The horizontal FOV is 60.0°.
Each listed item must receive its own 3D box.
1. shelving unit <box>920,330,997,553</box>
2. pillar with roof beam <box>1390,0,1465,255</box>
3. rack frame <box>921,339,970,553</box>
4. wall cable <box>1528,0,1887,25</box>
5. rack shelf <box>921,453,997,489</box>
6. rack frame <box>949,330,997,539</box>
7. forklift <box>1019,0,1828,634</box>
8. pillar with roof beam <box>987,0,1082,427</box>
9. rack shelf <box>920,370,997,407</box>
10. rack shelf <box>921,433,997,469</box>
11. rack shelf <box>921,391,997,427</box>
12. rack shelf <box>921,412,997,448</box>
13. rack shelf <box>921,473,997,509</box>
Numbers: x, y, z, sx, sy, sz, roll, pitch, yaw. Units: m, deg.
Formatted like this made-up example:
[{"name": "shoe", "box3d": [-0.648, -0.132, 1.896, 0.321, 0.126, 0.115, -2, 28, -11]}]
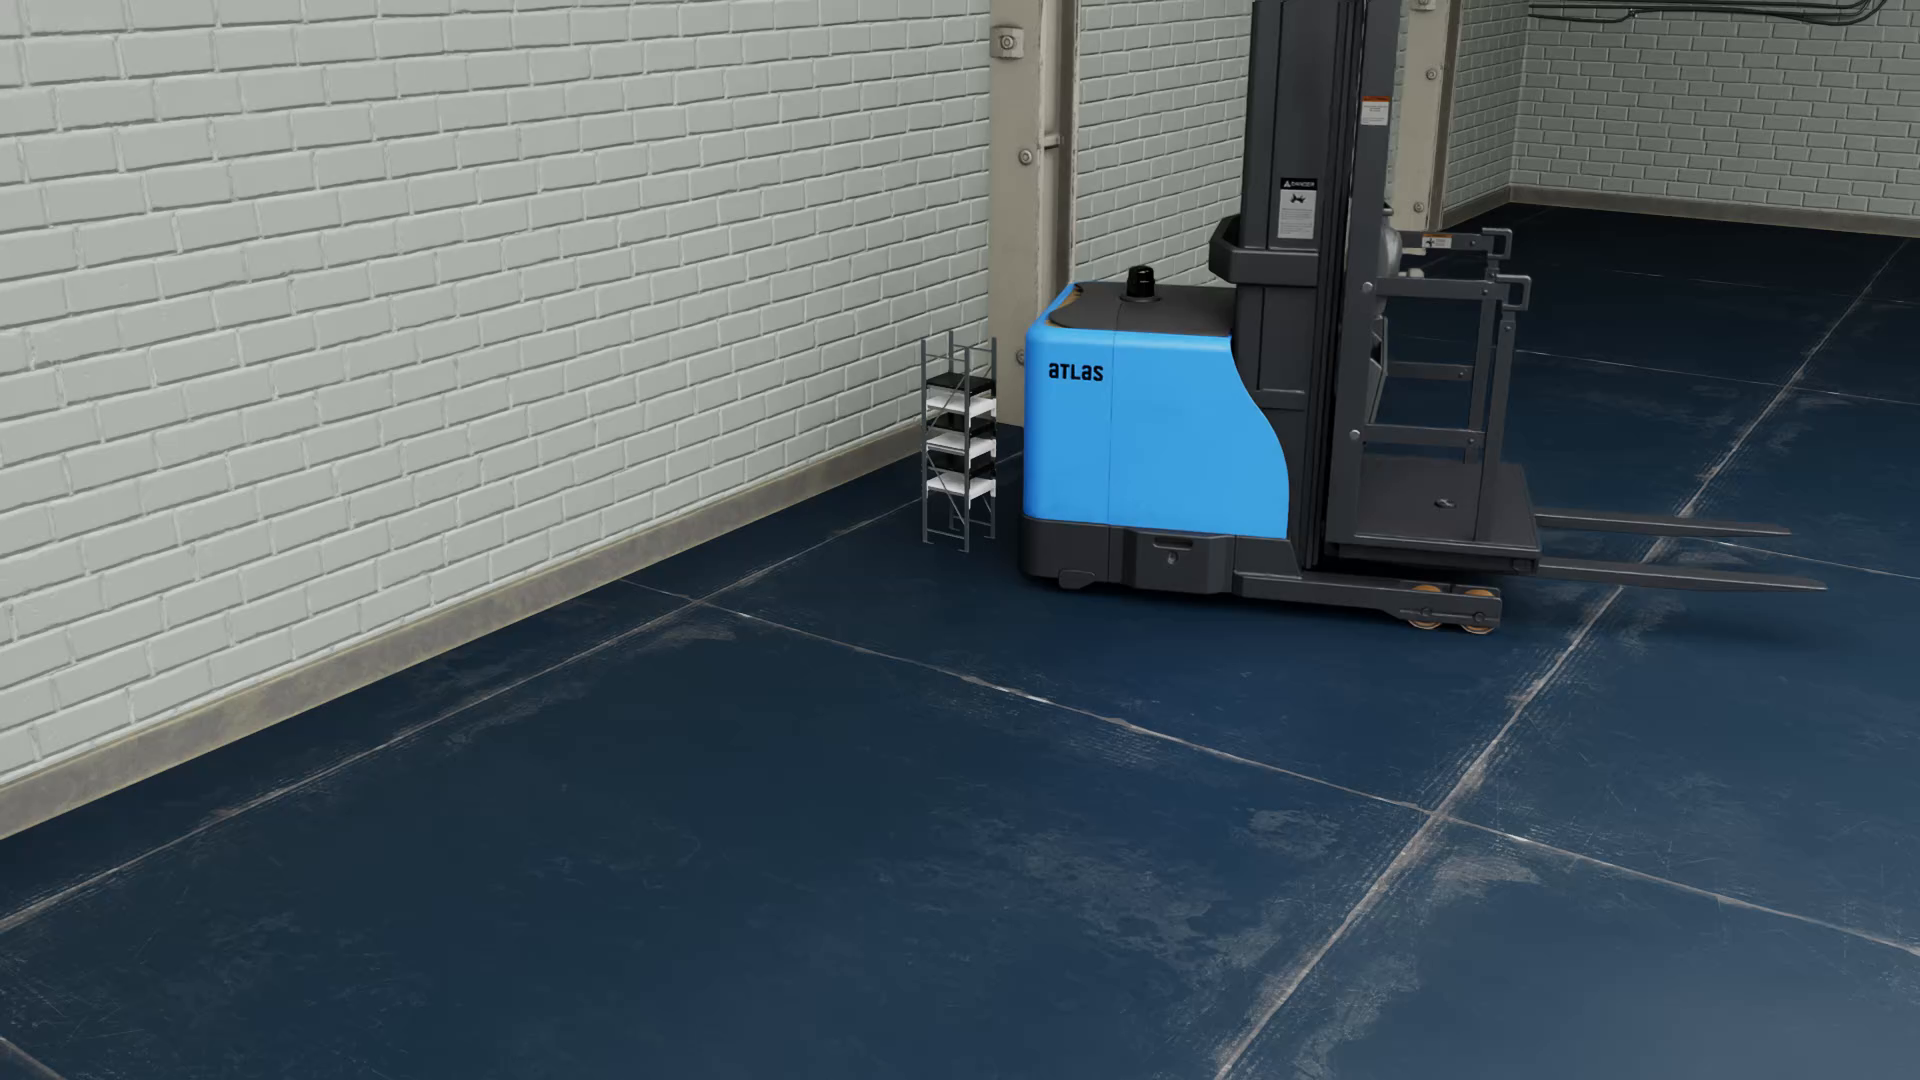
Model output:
[{"name": "shelving unit", "box3d": [-0.005, -0.420, 7.103, 0.258, 0.900, 0.210, 13, 24, 32]}, {"name": "pillar with roof beam", "box3d": [7.314, -5.781, 9.923, 9.100, 9.000, 0.400, 13, 24, 32]}, {"name": "rack frame", "box3d": [-0.062, -0.391, 7.024, 0.240, 0.900, 0.006, 13, 24, 32]}, {"name": "wall cable", "box3d": [6.503, -5.752, 14.319, 3.097, 2.526, 0.112, 13, 24, 32]}, {"name": "rack shelf", "box3d": [-0.005, -0.304, 7.145, 0.258, 0.077, 0.200, 13, 24, 32]}, {"name": "rack frame", "box3d": [0.053, -0.449, 7.181, 0.240, 0.900, 0.006, 13, 24, 32]}, {"name": "forklift", "box3d": [1.812, -1.222, 6.343, 3.031, 2.935, 1.130, 5, 21, 13]}, {"name": "pillar with roof beam", "box3d": [3.941, -4.060, 5.269, 9.100, 9.000, 0.400, 13, 24, 32]}, {"name": "rack shelf", "box3d": [-0.005, -0.642, 7.020, 0.258, 0.077, 0.200, 13, 24, 32]}, {"name": "rack shelf", "box3d": [-0.005, -0.388, 7.114, 0.258, 0.077, 0.200, 13, 24, 32]}, {"name": "rack shelf", "box3d": [-0.005, -0.557, 7.052, 0.258, 0.077, 0.200, 13, 24, 32]}, {"name": "rack shelf", "box3d": [-0.005, -0.473, 7.083, 0.258, 0.077, 0.200, 13, 24, 32]}, {"name": "rack shelf", "box3d": [-0.005, -0.220, 7.177, 0.258, 0.077, 0.200, 13, 24, 32]}]
